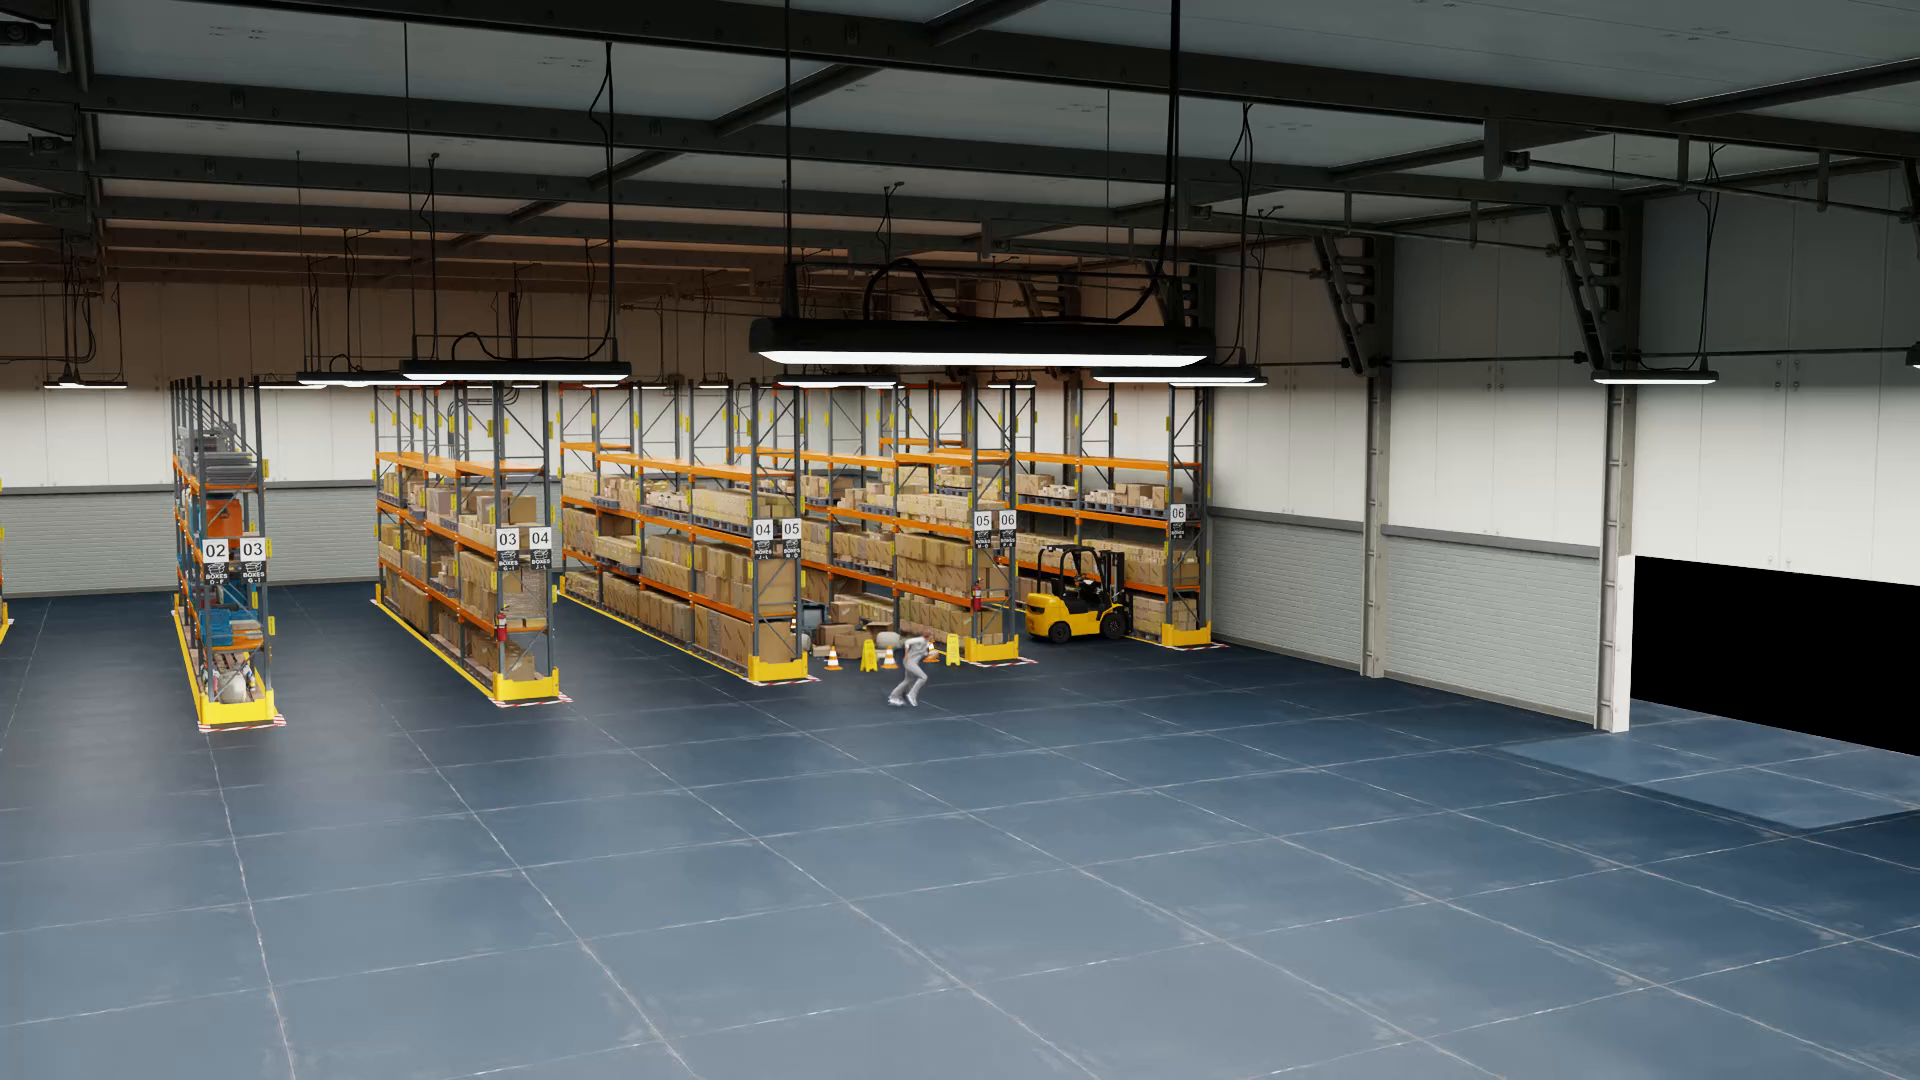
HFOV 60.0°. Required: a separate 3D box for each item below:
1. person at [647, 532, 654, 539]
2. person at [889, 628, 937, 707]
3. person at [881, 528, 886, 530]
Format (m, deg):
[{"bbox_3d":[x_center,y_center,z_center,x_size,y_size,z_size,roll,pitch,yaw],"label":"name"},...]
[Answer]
[{"bbox_3d":[-9.067,0.529,49.620,0.904,1.569,0.535,-5,7,-43],"label":"person"},{"bbox_3d":[-0.859,2.313,30.177,0.894,1.469,0.572,1,5,13],"label":"person"},{"bbox_3d":[-2.110,0.472,46.957,0.729,1.600,0.817,-2,5,-21],"label":"person"}]
